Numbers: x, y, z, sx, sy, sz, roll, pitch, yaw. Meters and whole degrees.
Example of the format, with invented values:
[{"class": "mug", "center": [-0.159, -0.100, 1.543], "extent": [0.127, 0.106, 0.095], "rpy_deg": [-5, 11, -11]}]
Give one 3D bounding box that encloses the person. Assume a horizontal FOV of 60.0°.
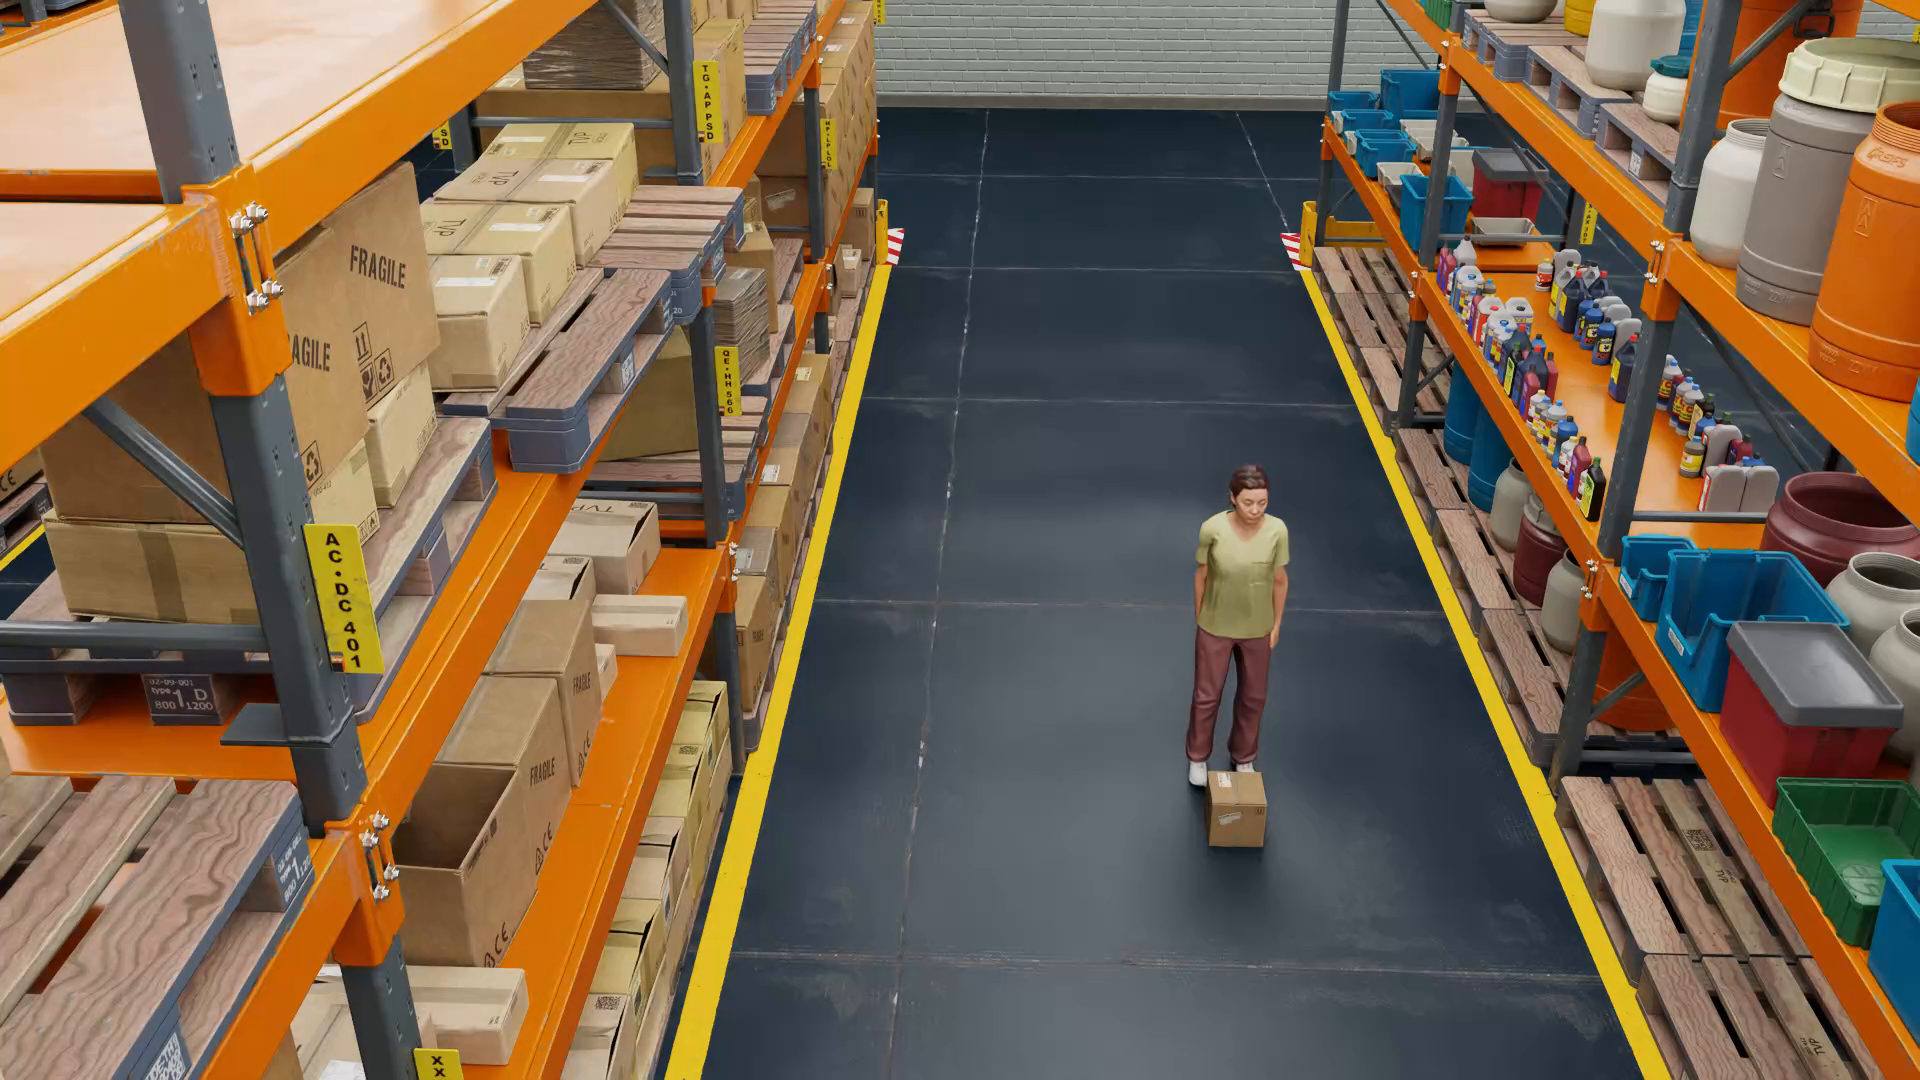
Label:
[{"class": "person", "center": [1.314, 0.404, 7.872], "extent": [0.443, 1.673, 0.363], "rpy_deg": [2, 28, 3]}]
